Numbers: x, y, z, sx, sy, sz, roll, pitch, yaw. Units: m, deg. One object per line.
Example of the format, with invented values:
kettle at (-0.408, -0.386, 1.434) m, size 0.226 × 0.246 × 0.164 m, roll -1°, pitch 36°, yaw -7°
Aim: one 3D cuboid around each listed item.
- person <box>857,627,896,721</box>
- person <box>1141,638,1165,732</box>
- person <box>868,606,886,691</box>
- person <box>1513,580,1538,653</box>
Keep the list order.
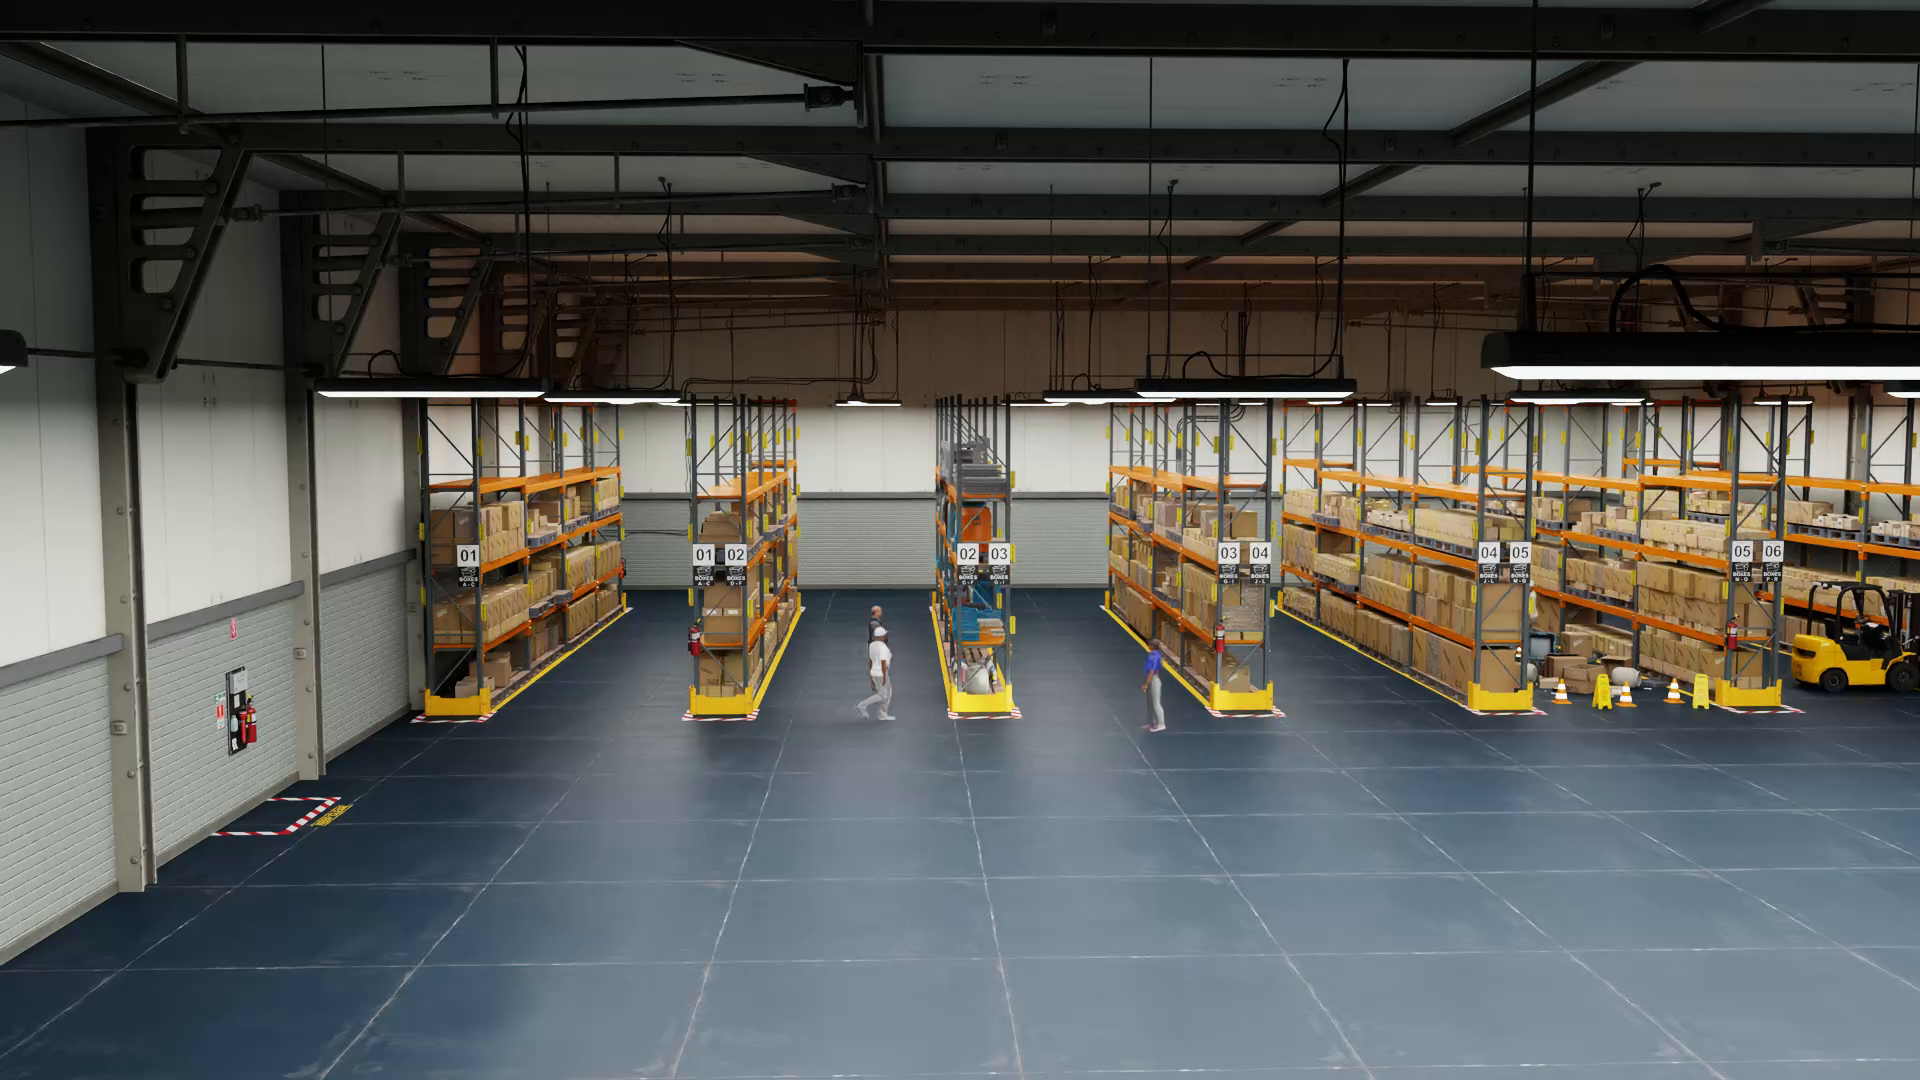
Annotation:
person at (-1.533, 2.450, 30.365) m, size 0.668 × 1.740 × 0.579 m, roll 1°, pitch 5°, yaw 10°
person at (3.411, 2.573, 29.582) m, size 0.483 × 1.664 × 0.479 m, roll -1°, pitch 5°, yaw -14°
person at (-1.687, 2.230, 33.855) m, size 0.362 × 1.777 × 0.590 m, roll 0°, pitch 4°, yaw 1°
person at (13.270, 1.798, 38.939) m, size 0.655 × 1.752 × 0.612 m, roll 4°, pitch 6°, yaw 42°
